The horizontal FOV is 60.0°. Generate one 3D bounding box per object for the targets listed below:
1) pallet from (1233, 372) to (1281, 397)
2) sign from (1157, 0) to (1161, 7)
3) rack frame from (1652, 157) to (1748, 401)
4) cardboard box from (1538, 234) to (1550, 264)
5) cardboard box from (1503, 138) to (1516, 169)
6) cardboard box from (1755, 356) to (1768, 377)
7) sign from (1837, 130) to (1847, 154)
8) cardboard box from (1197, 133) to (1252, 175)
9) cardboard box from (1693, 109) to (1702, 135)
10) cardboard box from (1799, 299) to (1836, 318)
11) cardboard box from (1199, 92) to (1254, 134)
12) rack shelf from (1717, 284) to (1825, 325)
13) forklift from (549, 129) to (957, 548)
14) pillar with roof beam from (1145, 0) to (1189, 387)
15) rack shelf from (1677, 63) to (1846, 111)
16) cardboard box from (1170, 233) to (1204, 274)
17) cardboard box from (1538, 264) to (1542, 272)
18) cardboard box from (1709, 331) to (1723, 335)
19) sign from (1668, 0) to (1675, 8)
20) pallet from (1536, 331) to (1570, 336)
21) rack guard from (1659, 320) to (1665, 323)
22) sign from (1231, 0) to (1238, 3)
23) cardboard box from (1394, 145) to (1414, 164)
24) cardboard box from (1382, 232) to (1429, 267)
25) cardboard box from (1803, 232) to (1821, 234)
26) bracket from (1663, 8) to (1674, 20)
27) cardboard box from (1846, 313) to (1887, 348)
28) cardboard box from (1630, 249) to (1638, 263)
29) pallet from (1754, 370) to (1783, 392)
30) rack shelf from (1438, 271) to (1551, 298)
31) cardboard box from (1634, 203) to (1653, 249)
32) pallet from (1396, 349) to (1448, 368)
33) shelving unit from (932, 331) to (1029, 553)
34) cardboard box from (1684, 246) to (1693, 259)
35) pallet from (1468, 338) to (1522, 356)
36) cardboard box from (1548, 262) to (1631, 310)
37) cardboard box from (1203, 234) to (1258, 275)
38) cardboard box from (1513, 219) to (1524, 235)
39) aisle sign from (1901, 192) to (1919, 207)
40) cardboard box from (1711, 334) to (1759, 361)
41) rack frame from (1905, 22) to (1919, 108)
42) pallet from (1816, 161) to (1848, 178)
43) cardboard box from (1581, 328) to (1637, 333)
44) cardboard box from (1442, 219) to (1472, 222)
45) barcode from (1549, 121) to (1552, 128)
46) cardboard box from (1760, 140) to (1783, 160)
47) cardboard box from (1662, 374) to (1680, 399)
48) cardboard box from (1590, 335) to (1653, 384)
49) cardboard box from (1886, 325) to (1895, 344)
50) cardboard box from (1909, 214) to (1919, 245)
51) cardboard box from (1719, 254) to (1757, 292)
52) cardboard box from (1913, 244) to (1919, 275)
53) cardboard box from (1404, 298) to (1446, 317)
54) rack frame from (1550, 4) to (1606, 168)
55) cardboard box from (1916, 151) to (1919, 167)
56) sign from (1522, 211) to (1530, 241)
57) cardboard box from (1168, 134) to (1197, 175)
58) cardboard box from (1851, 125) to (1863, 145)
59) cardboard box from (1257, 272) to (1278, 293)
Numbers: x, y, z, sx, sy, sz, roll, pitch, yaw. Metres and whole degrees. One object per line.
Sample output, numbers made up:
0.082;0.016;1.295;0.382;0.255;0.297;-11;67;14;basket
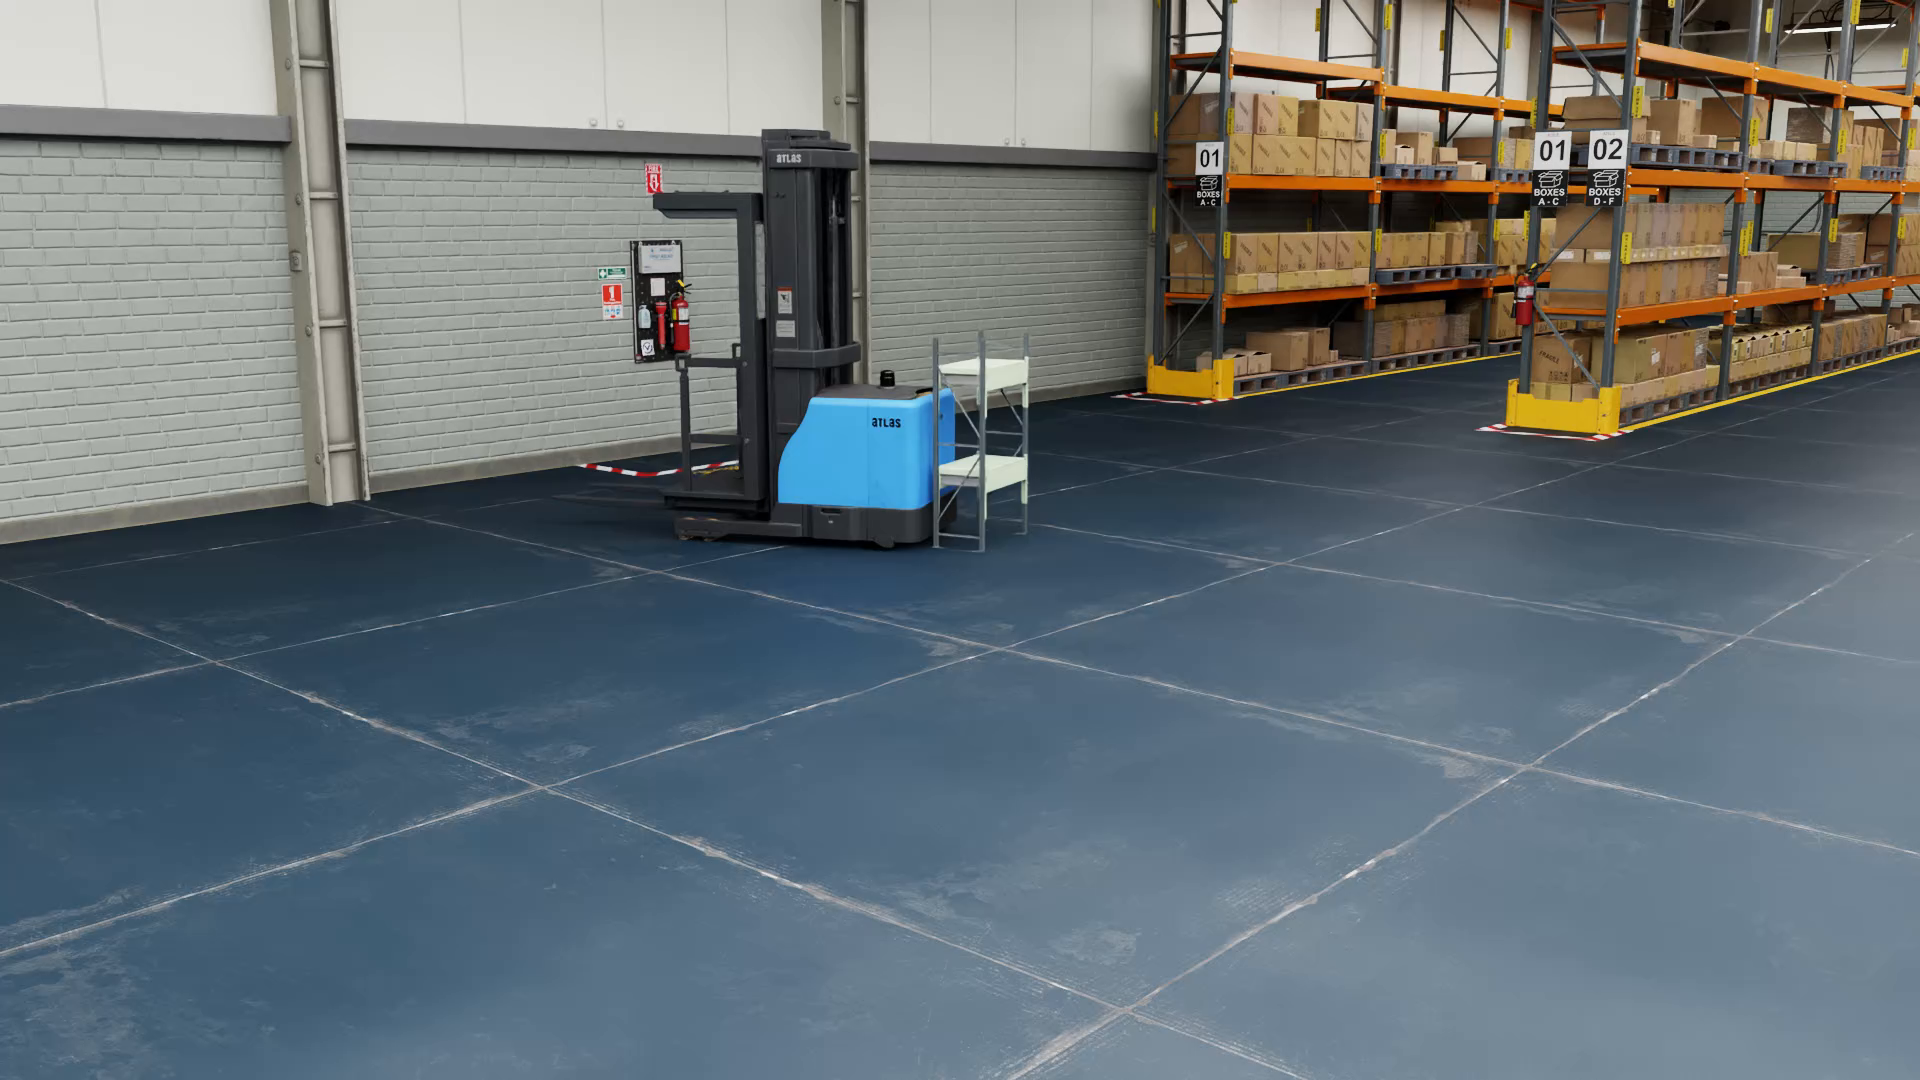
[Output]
3.553;-2.108;22.228;1.003;0.211;1.213;10;15;40;pallet
2.537;-6.902;21.003;0.100;0.325;0.005;10;15;40;sign
9.304;-3.298;21.066;1.000;3.000;0.127;10;15;40;rack frame
9.753;-4.996;28.501;0.500;0.500;0.500;10;15;42;cardboard box
8.808;-6.426;27.689;0.700;0.500;0.500;9;14;37;cardboard box
10.435;-2.335;22.190;0.500;0.250;0.500;9;15;39;cardboard box
12.356;-5.577;23.295;0.100;0.325;0.005;10;15;40;sign
3.349;-4.896;21.103;0.500;0.500;0.500;10;15;42;cardboard box
8.773;-5.053;20.508;0.500;0.500;0.500;-11;15;-43;cardboard box
13.422;-3.646;26.152;0.500;0.250;0.500;10;15;40;cardboard box
3.377;-5.395;21.047;0.500;0.500;0.500;8;14;36;cardboard box
10.624;-3.240;22.610;1.077;0.370;4.000;10;15;40;rack shelf
-1.598;-1.522;12.350;3.031;2.935;1.130;3;12;16;forklift
5.986;-5.950;19.025;9.100;9.000;0.400;10;15;40;pillar with roof beam
10.624;-5.986;22.062;1.077;0.370;4.000;10;15;40;rack shelf
3.092;-3.751;21.748;0.500;0.500;0.500;10;15;40;cardboard box
9.795;-4.697;28.658;0.380;0.149;0.250;10;15;42;cardboard box
10.026;-2.678;22.477;0.500;0.311;0.500;10;15;40;cardboard box
8.889;-6.805;20.722;0.100;0.325;0.005;10;15;40;sign
10.409;-3.625;29.819;1.003;0.211;1.213;10;15;40;pallet
13.518;-4.481;33.372;1.175;0.500;0.348;10;15;40;rack guard
3.348;-6.718;20.286;0.100;0.325;0.005;10;15;40;sign
6.408;-5.732;24.749;0.500;0.311;0.500;10;15;42;cardboard box
6.727;-4.456;25.482;0.500;0.500;0.700;-10;15;-40;cardboard box
13.698;-4.580;26.157;0.500;0.500;0.700;-9;15;-39;cardboard box
14.627;-10.813;34.183;0.235;0.232;0.430;10;15;40;bracket
14.474;-3.356;26.612;0.500;0.500;0.500;10;15;40;cardboard box
7.257;-3.146;18.392;0.380;0.149;0.250;9;15;39;cardboard box
10.566;-2.225;22.810;1.003;0.211;1.213;10;15;40;pallet
9.541;-4.468;28.760;1.077;0.370;4.000;10;15;40;rack shelf
7.359;-3.548;18.749;0.700;0.500;0.500;9;15;39;cardboard box
6.898;-2.866;26.021;1.003;0.211;1.213;10;15;40;pallet
0.155;-0.726;12.018;0.431;1.500;0.755;5;13;26;shelving unit
8.446;-3.411;19.720;0.380;0.149;0.250;10;15;42;cardboard box
8.798;-3.266;28.022;1.003;0.211;1.213;10;15;40;pallet
6.981;-2.826;18.446;0.700;0.500;0.500;10;15;40;cardboard box
3.481;-3.685;21.420;0.500;0.500;0.500;10;15;40;cardboard box
9.068;-5.212;27.666;0.500;0.250;0.500;9;15;40;cardboard box
17.050;-6.387;29.892;0.394;0.787;0.004;10;15;40;aisle sign
10.098;-2.532;21.748;0.500;0.311;0.500;10;15;40;cardboard box
17.225;-8.006;29.318;1.000;3.000;0.127;10;15;40;rack frame
11.564;-5.154;23.180;1.213;0.211;1.003;11;16;43;pallet
7.774;-2.275;19.976;0.500;0.500;0.500;10;15;40;cardboard box
8.325;-5.199;27.604;0.500;0.250;0.500;10;15;42;cardboard box
6.500;-4.572;18.304;0.001;0.075;0.075;10;15;40;barcode
10.612;-5.175;22.115;0.500;0.250;0.500;8;14;36;cardboard box
8.176;-1.838;19.703;0.500;0.250;0.500;10;15;40;cardboard box
7.513;-2.059;18.895;0.500;0.500;0.500;10;15;40;cardboard box
15.024;-3.406;27.349;0.500;0.311;0.500;10;15;40;cardboard box
15.447;-5.124;27.397;0.500;0.500;0.500;9;15;39;cardboard box
10.171;-3.536;22.000;0.500;0.500;0.500;-11;16;-43;cardboard box
15.794;-4.713;27.895;0.500;0.500;0.500;10;15;40;cardboard box
7.361;-3.696;26.402;0.500;0.250;0.500;10;15;41;cardboard box
10.861;-8.057;29.576;1.000;3.000;0.127;10;15;40;rack frame
15.421;-6.231;27.198;0.500;0.250;0.500;10;15;40;cardboard box
6.265;-3.466;18.345;0.100;0.325;0.005;10;15;40;sign
3.025;-4.974;21.490;0.500;0.500;0.500;-11;16;-43;cardboard box
13.319;-5.989;25.297;0.600;0.600;0.600;9;14;38;cardboard box
3.833;-3.395;21.882;0.500;0.250;0.500;9;15;39;cardboard box
